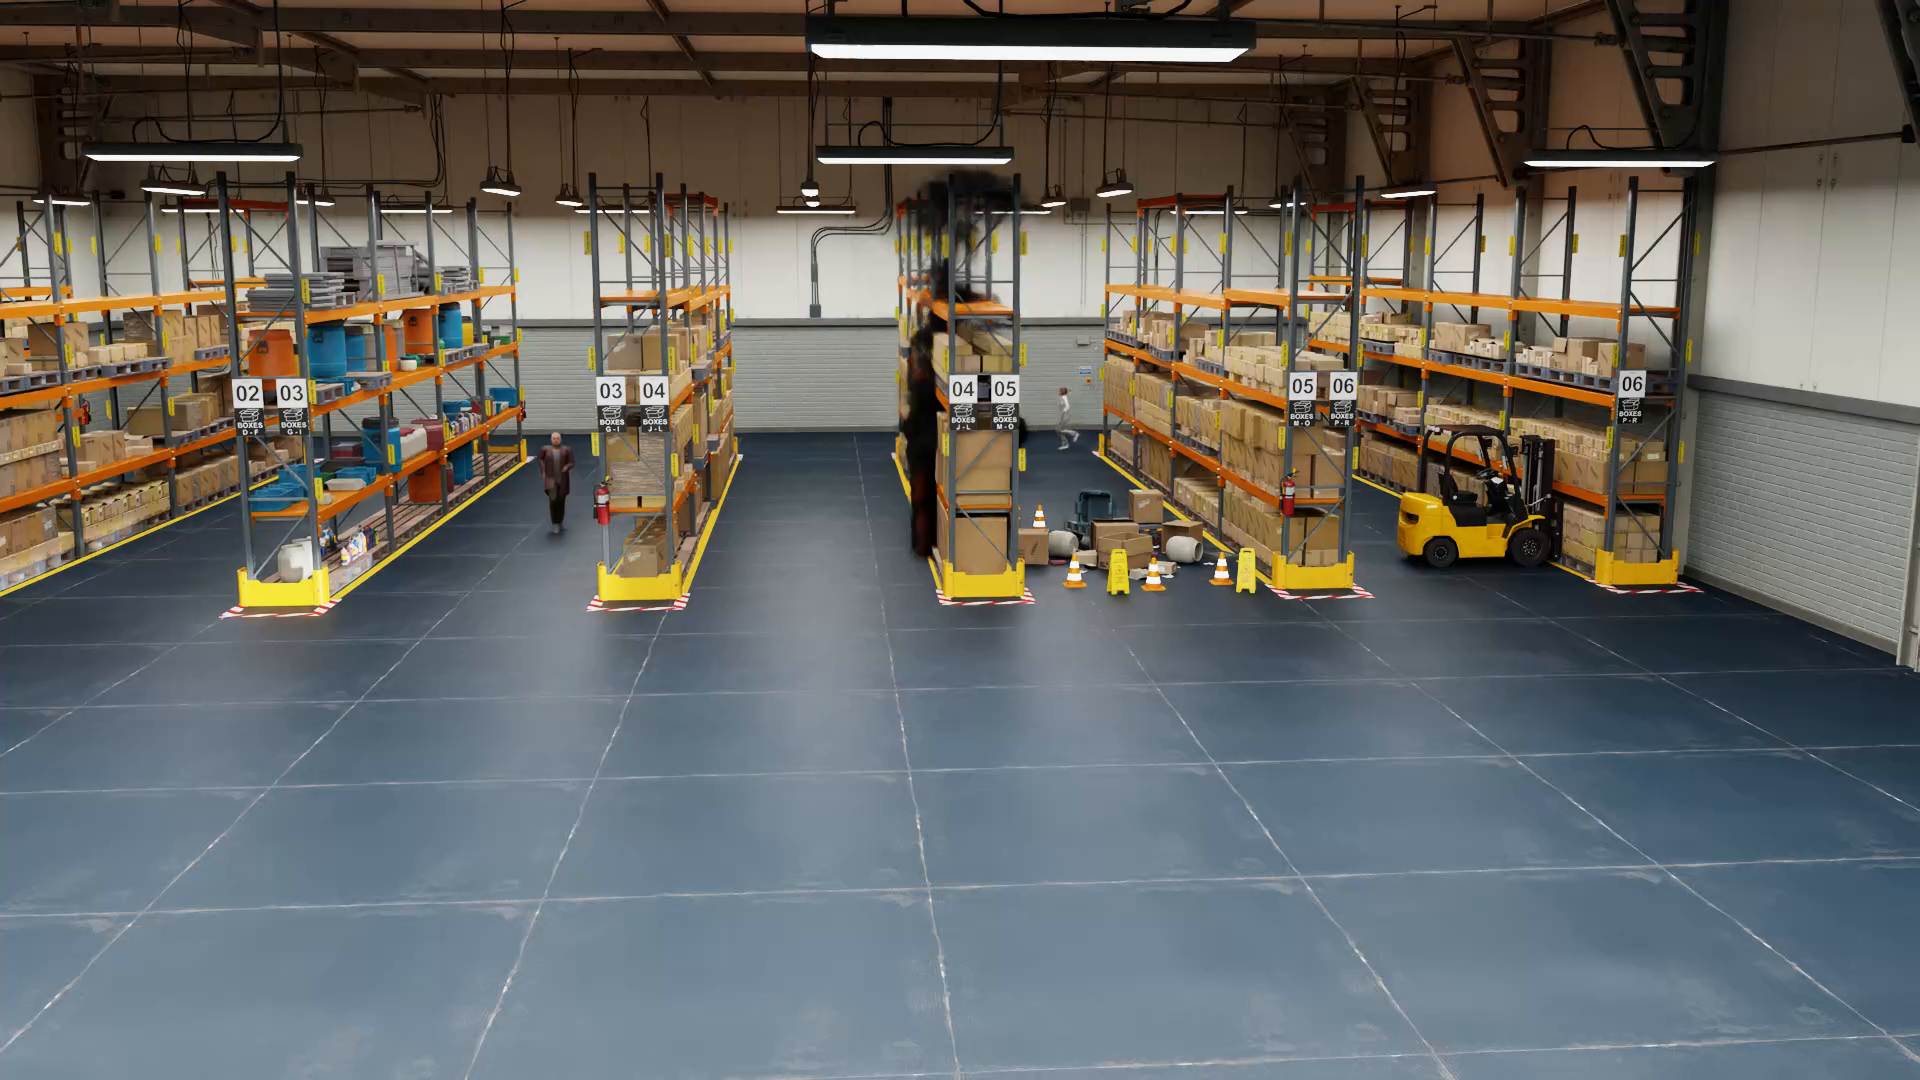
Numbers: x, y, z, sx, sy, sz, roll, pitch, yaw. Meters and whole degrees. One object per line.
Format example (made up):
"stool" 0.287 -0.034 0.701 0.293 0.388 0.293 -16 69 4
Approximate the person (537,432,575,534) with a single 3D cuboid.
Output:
"person" -7.134 -1.016 29.463 0.613 1.815 0.909 -4 11 -21

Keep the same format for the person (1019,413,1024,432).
"person" 1.125 -2.380 37.557 0.506 1.645 0.721 -4 11 -23

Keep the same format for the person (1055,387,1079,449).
"person" 2.667 -3.035 41.469 0.614 1.578 0.560 1 10 5
